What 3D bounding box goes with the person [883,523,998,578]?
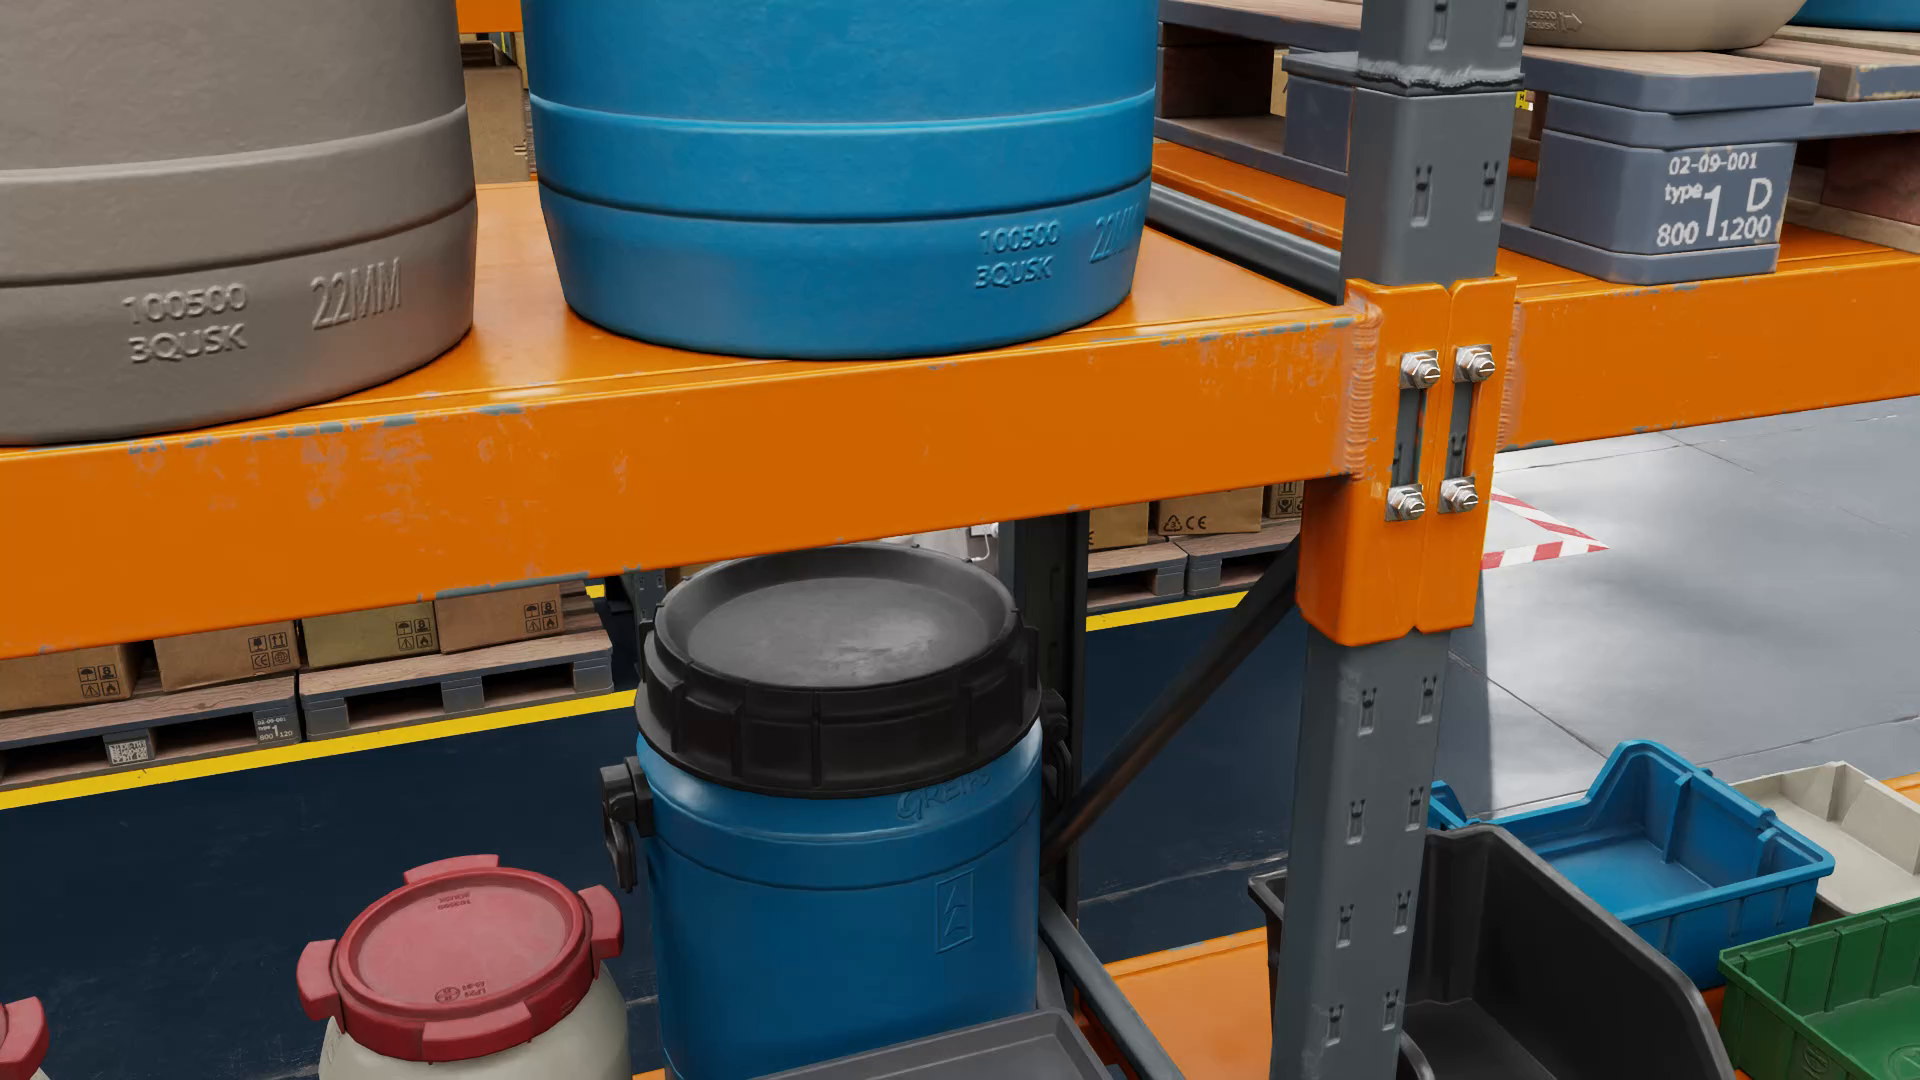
[{"bbox_3d":[0.050,0.348,5.276,0.562,1.776,0.383,-8,23,-18],"label":"person"}]
